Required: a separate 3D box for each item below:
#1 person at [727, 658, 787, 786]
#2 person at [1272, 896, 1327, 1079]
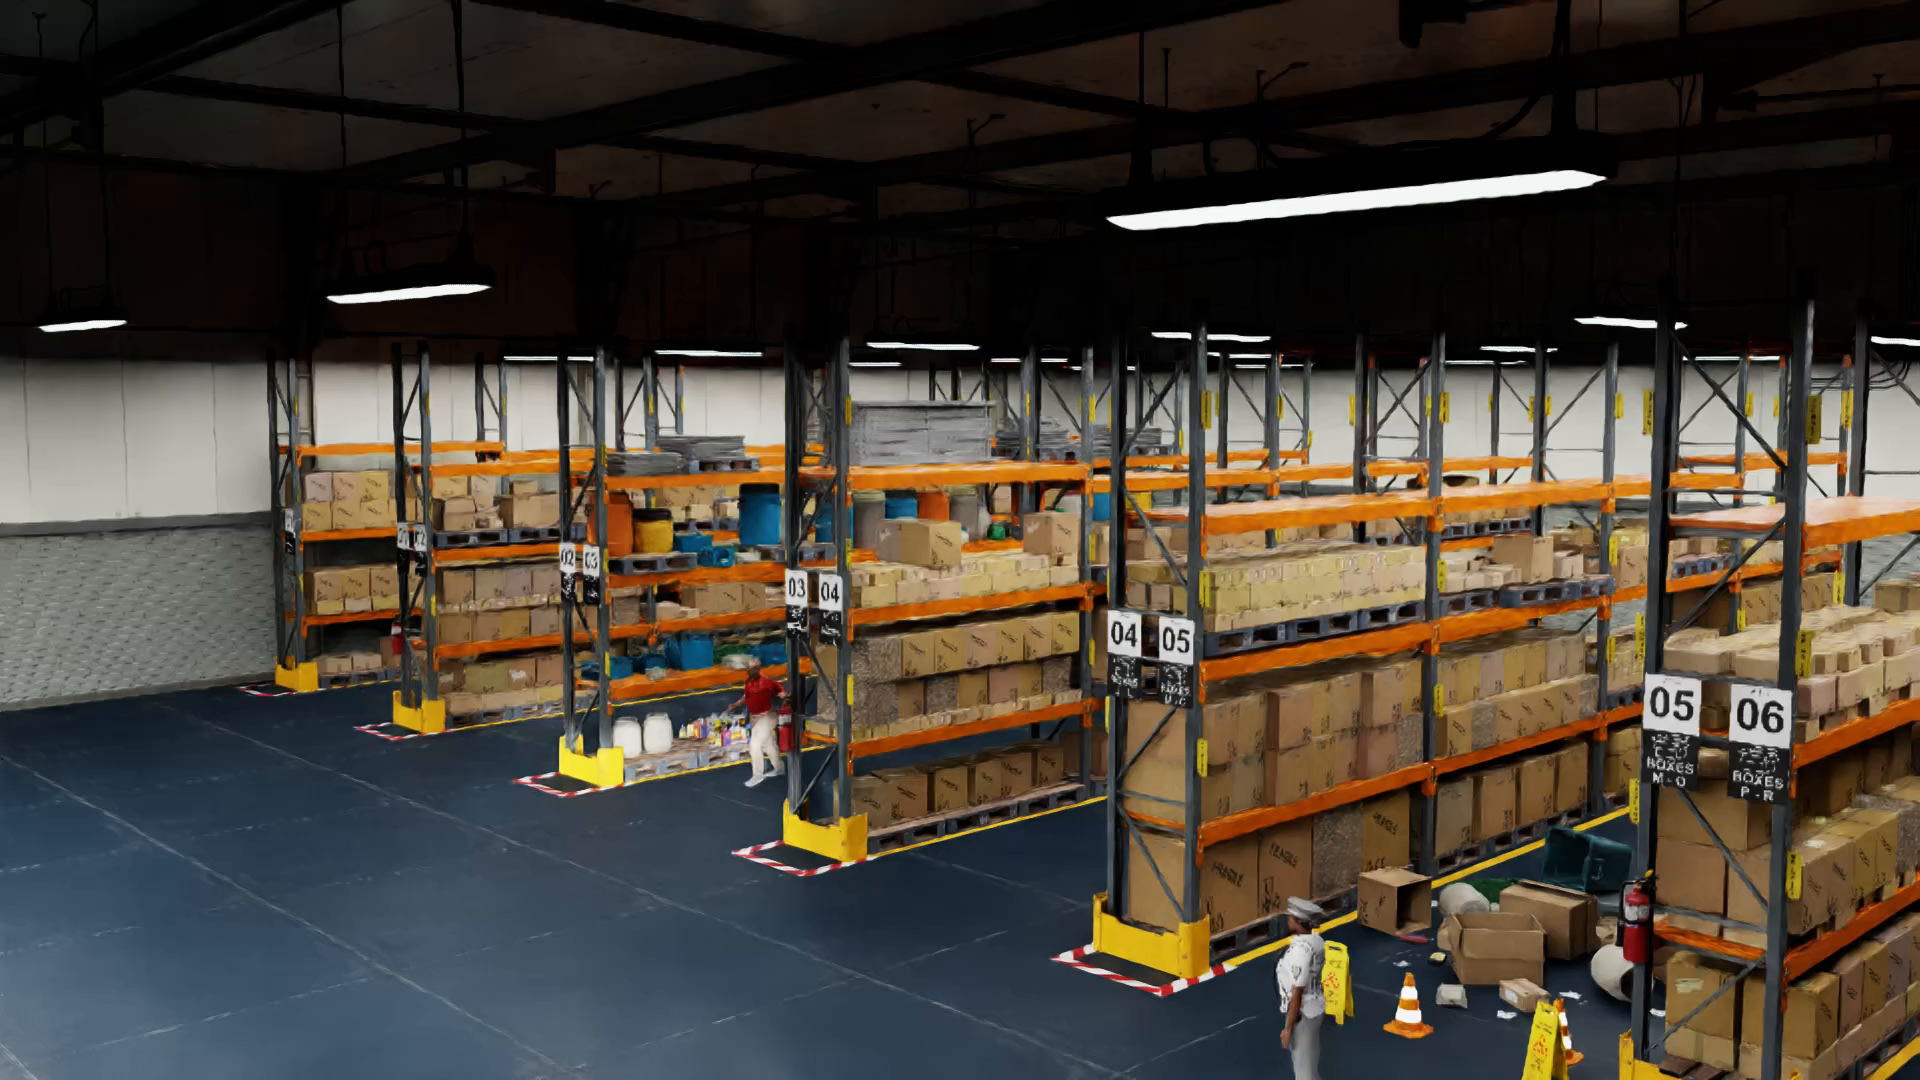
[{"bbox_3d":[-2.669,2.406,22.340,0.867,1.666,0.686,-4,6,-39],"label":"person"},{"bbox_3d":[2.411,3.344,11.557,0.477,1.666,0.658,2,5,21],"label":"person"}]
